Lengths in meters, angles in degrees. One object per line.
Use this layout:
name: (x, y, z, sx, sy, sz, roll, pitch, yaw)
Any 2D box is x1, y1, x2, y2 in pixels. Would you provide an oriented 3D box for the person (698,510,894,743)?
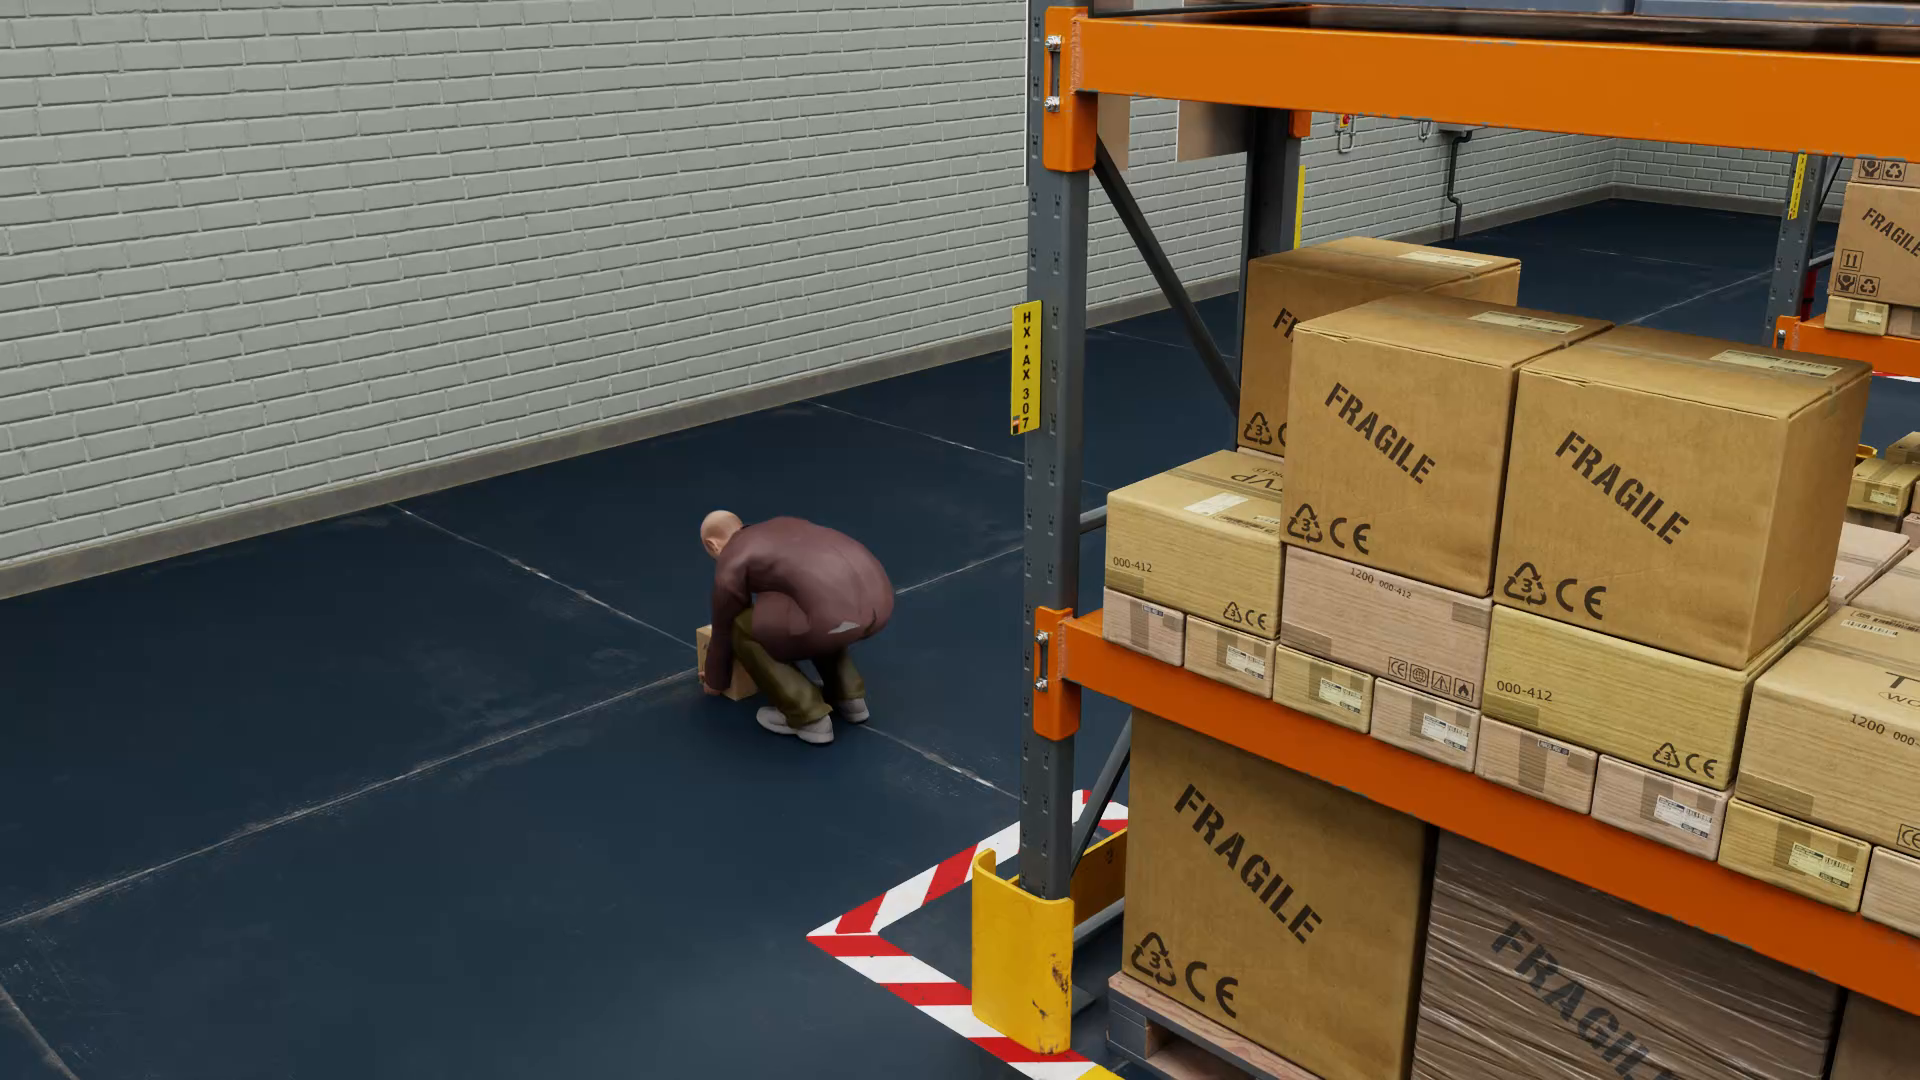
person: (-0.671, 0.330, 6.652, 0.949, 0.814, 0.575, 18, 27, 40)
